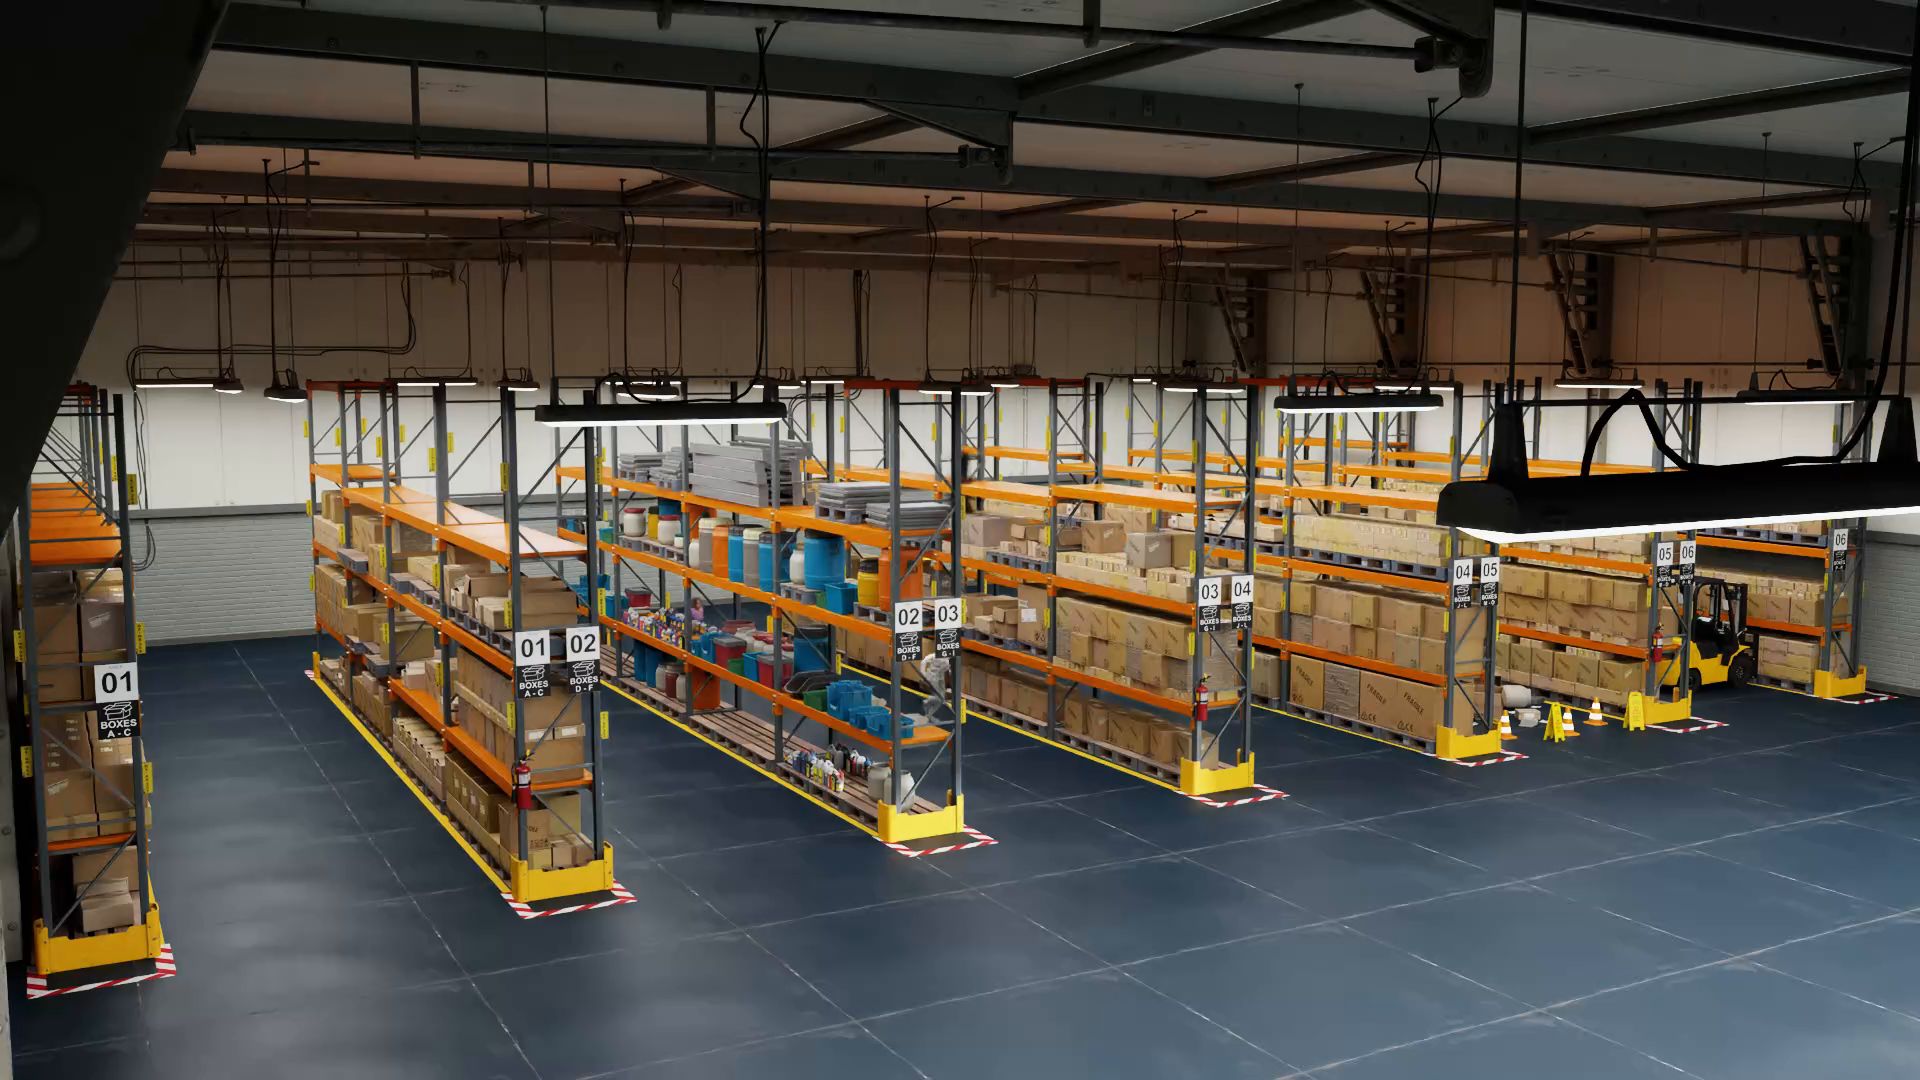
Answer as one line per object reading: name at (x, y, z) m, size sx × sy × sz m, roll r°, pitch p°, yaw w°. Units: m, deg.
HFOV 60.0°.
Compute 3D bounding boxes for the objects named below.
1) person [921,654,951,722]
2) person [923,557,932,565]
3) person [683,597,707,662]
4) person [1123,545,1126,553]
person at (-0.396, 2.490, 29.217) m, size 0.754 × 1.502 × 0.646 m, roll 6°, pitch 9°, yaw 45°
person at (-0.886, 1.248, 39.766) m, size 0.762 × 1.786 × 0.745 m, roll -3°, pitch 7°, yaw -26°
person at (-5.461, 1.916, 34.263) m, size 0.466 × 1.519 × 0.854 m, roll -5°, pitch 8°, yaw -41°
person at (4.495, 0.736, 44.371) m, size 0.760 × 1.791 × 0.686 m, roll -4°, pitch 7°, yaw -32°
